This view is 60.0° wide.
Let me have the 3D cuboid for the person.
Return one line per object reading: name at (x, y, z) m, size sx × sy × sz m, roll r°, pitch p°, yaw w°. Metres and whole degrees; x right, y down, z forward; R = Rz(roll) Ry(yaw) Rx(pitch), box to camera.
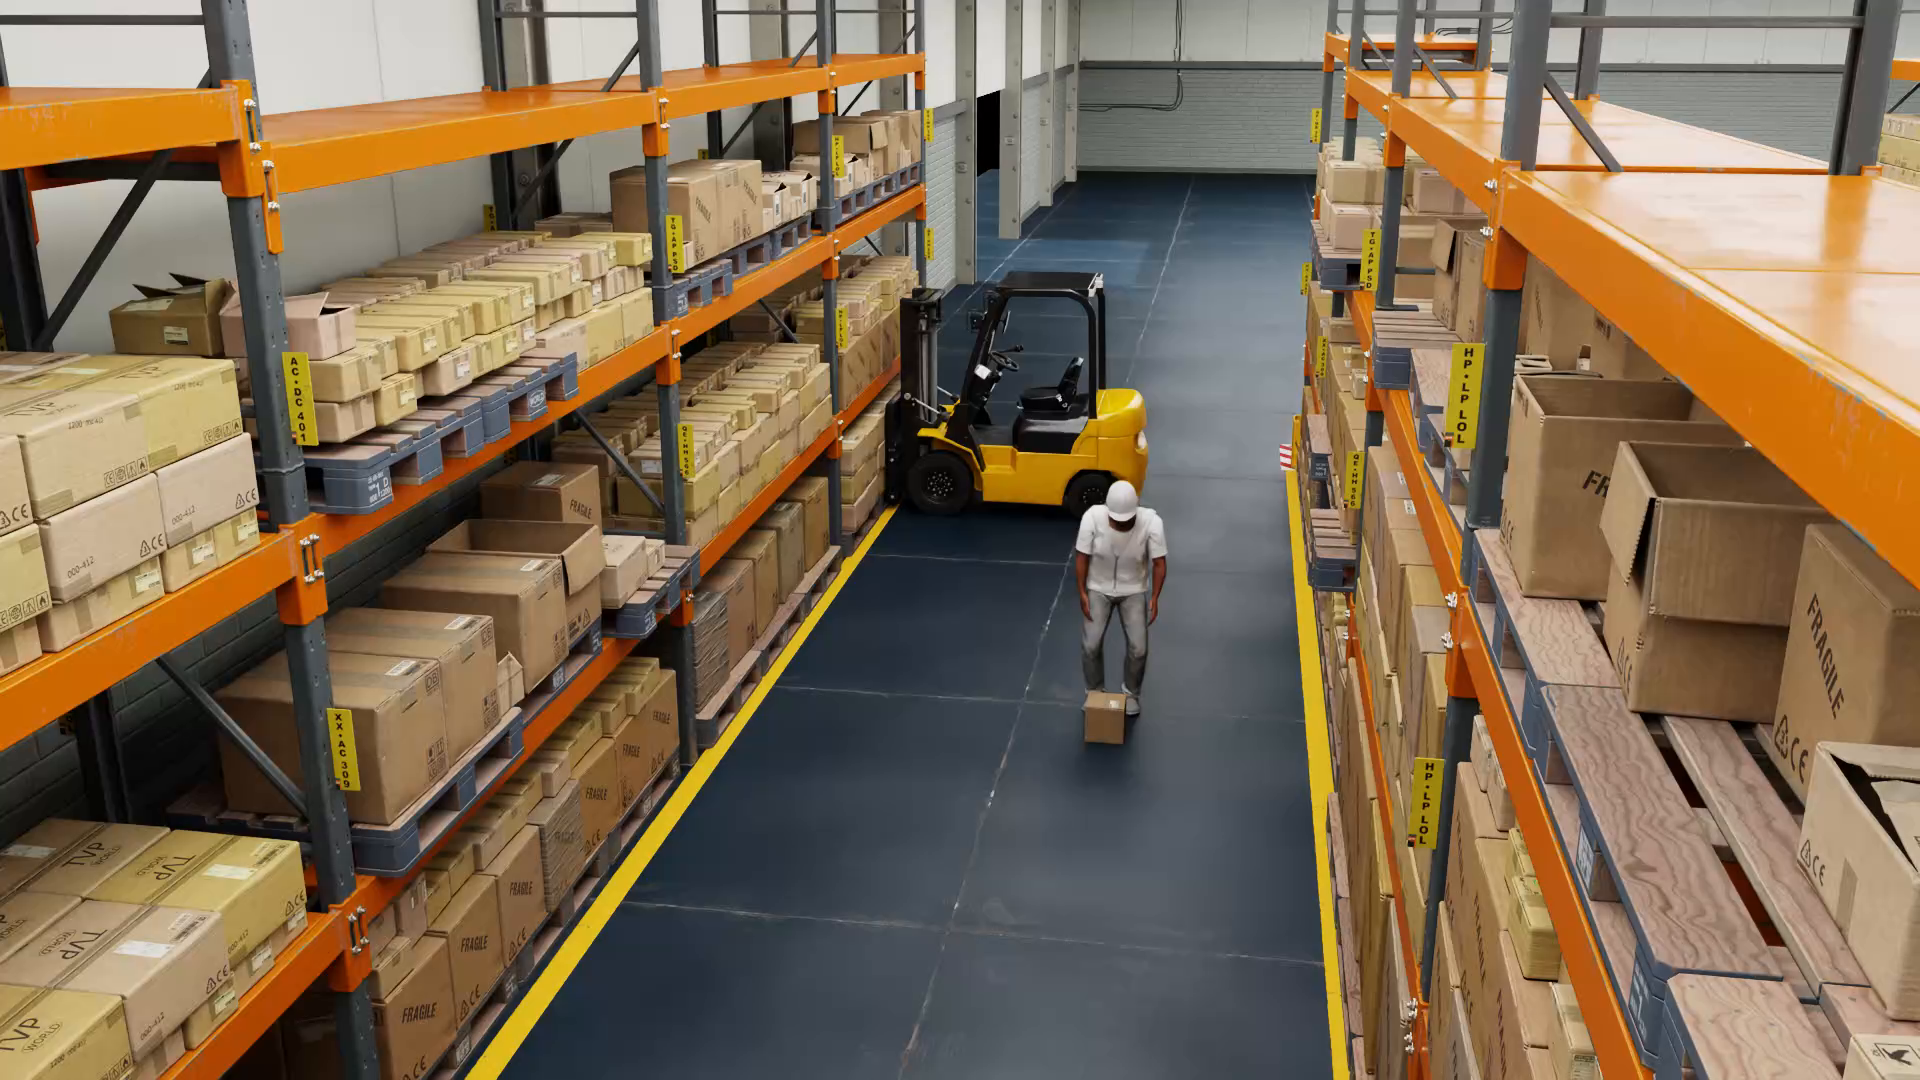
person at (1.066, 0.364, 11.069) m, size 0.610 × 1.652 × 0.554 m, roll 3°, pitch 18°, yaw 10°
